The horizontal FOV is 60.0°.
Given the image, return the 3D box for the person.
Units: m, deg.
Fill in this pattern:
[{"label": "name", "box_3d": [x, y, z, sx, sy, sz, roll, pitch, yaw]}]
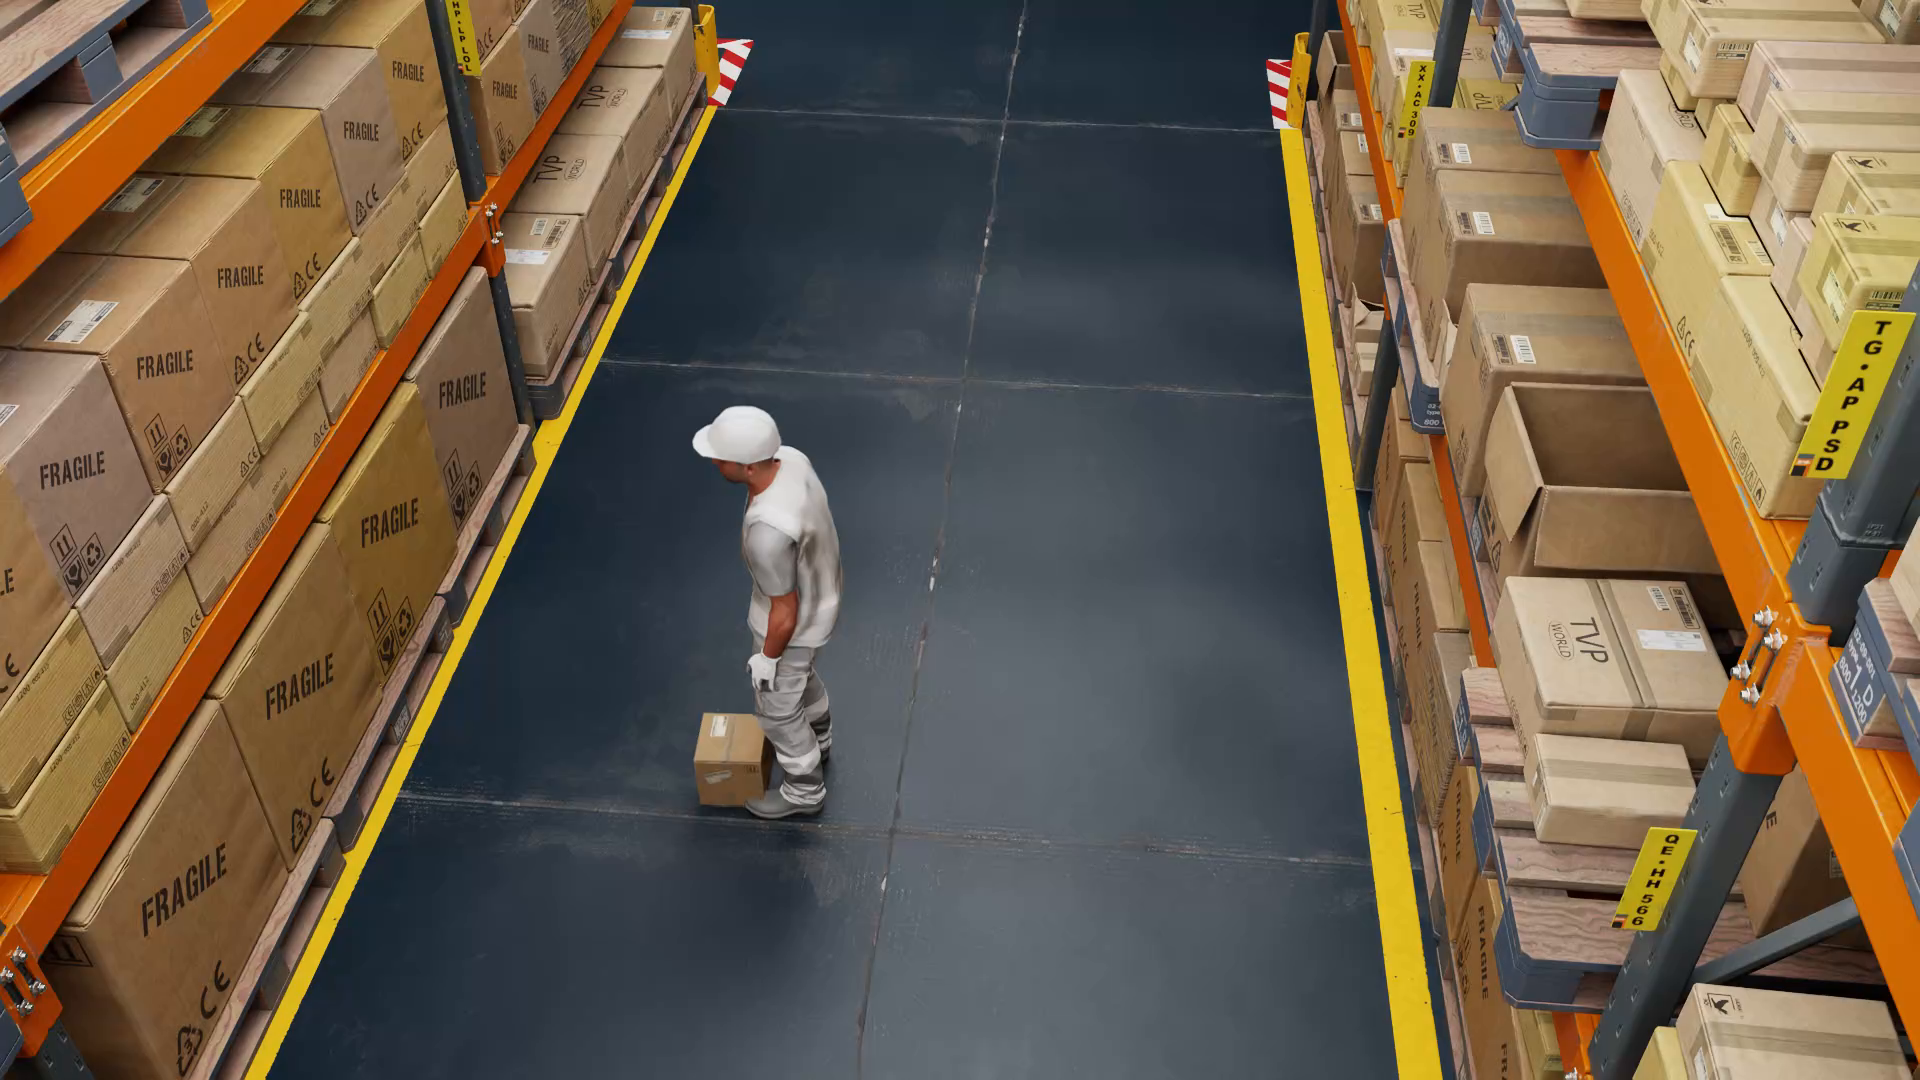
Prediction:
[{"label": "person", "box_3d": [-0.631, 0.261, 5.833, 0.447, 1.776, 0.592, 2, 40, 2]}]
